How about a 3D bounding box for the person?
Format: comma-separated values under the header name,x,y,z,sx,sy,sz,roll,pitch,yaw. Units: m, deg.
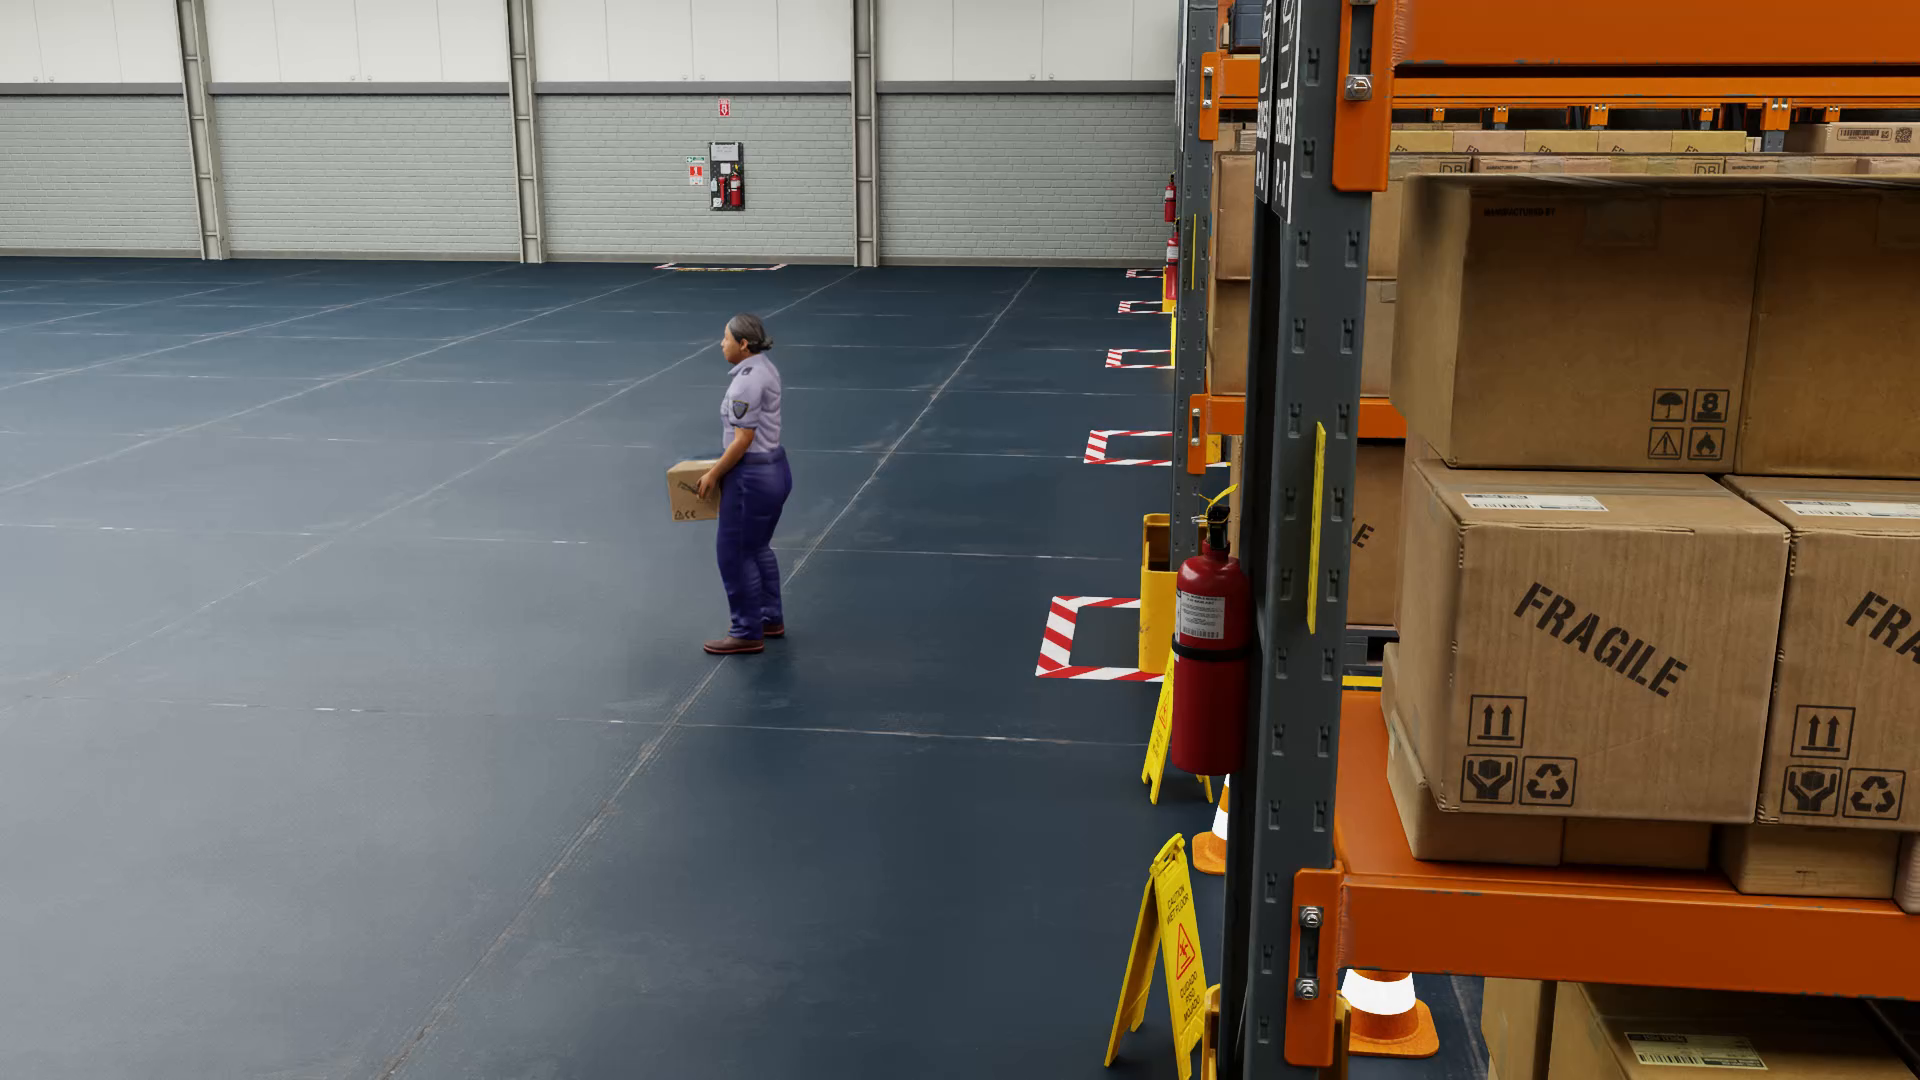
name,x,y,z,sx,sy,sz,roll,pitch,yaw
person,-1.045,-0.279,8.101,0.423,1.656,0.503,1,14,5
